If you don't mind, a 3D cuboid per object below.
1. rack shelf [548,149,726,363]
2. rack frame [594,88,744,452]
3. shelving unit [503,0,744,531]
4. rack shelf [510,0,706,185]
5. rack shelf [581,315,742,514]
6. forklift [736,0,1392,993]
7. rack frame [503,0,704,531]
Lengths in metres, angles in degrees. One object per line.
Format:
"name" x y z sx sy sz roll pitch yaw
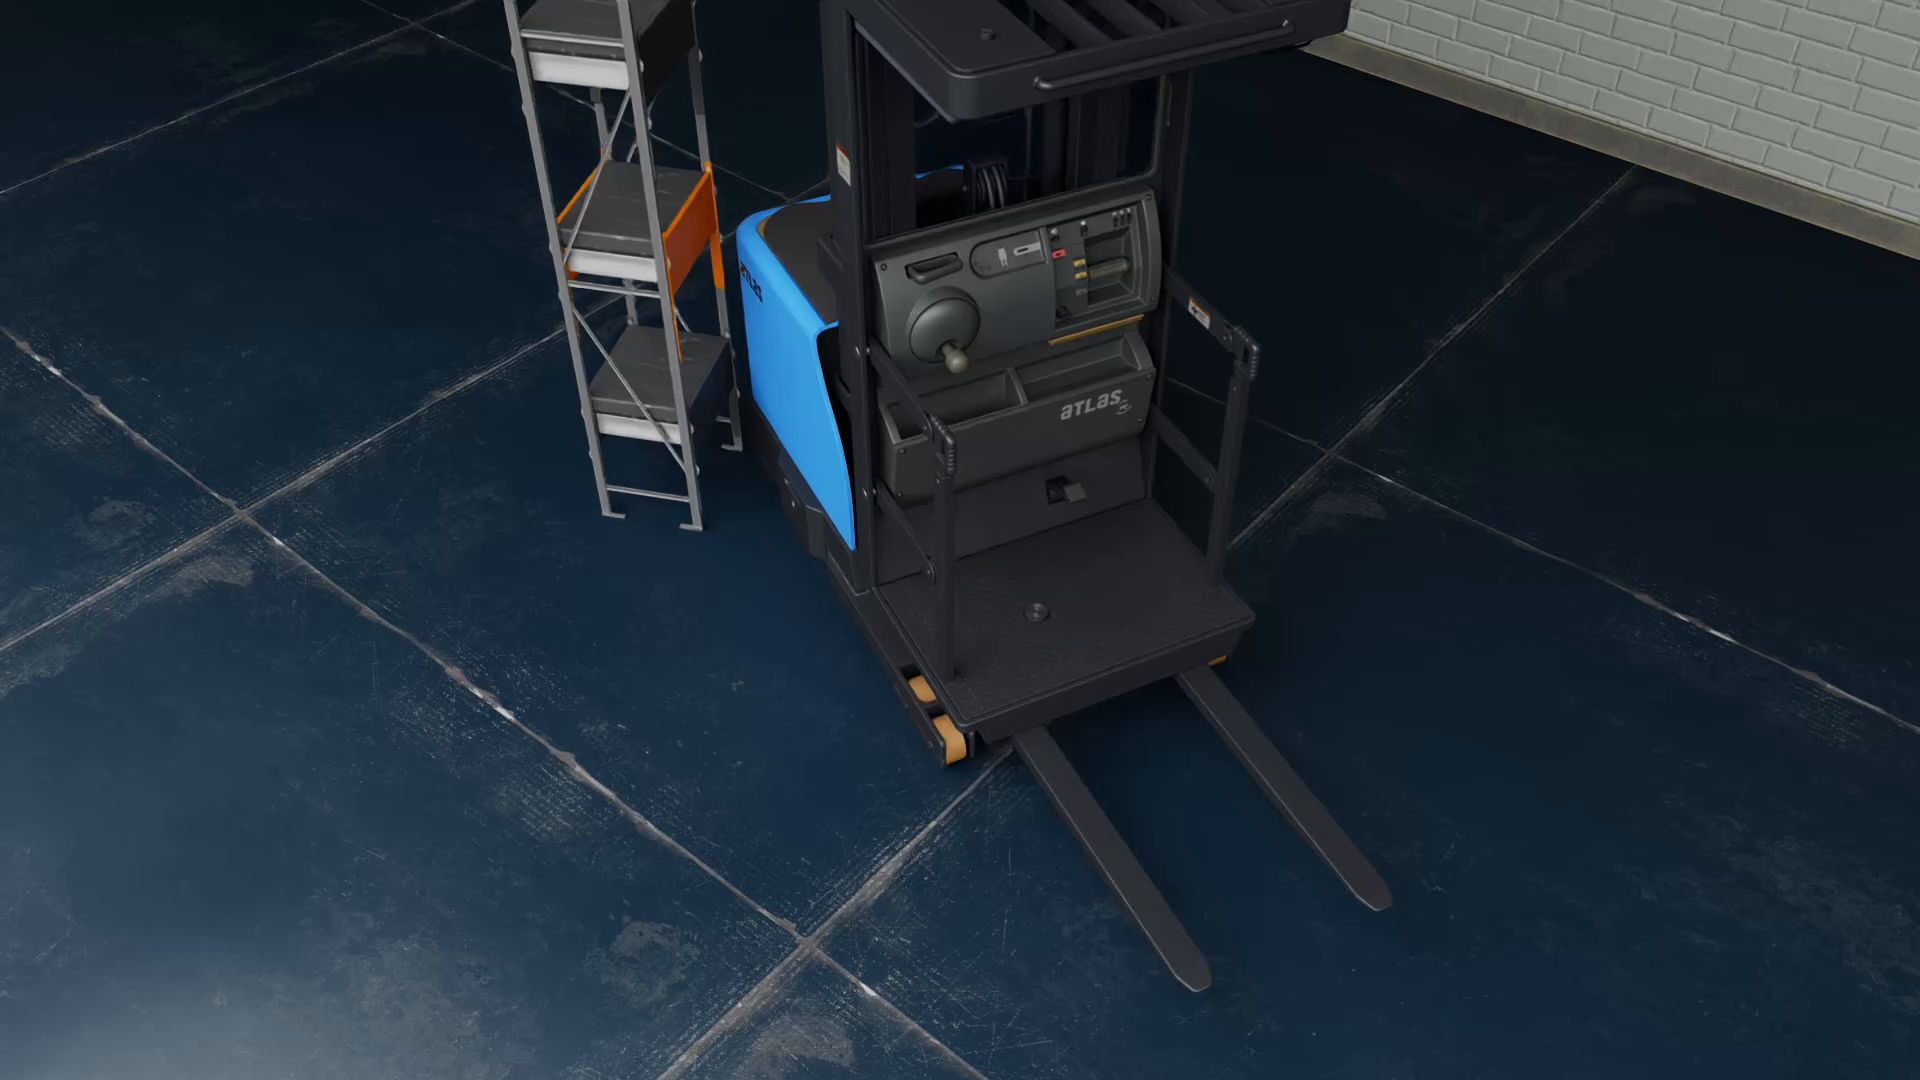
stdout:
"rack shelf" -1.114 -0.994 5.802 0.431 0.518 0.480 9 43 9
"rack frame" -1.061 -1.164 5.969 0.400 2.100 0.015 9 43 9
"shelving unit" -1.114 -1.004 5.793 0.431 2.100 0.503 9 43 9
"rack shelf" -1.114 -1.511 5.331 0.431 0.518 0.480 9 43 9
"rack shelf" -1.114 -0.476 6.273 0.431 0.518 0.480 9 43 9
"forklift" 0.282 -0.693 4.834 1.130 2.935 3.031 -18 45 -19
"rack frame" -1.168 -0.843 5.617 0.400 2.100 0.015 9 43 9
